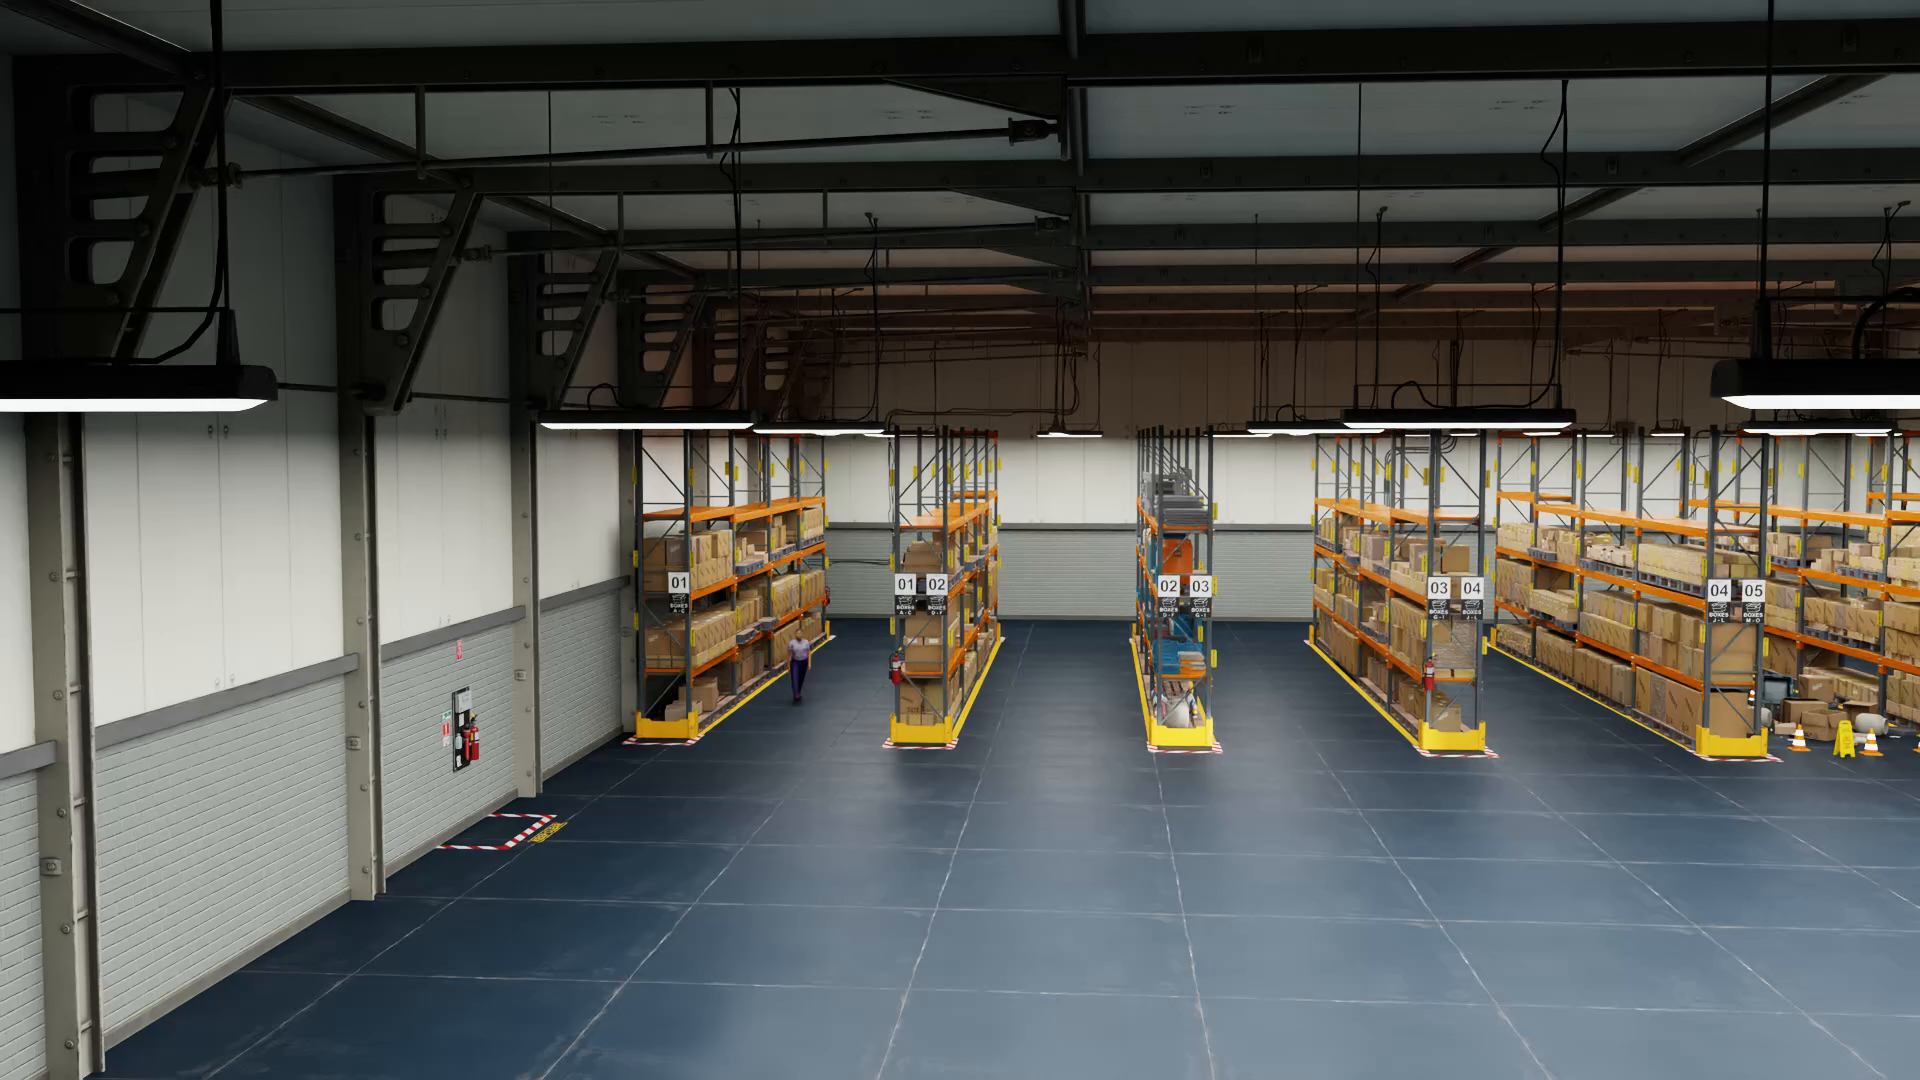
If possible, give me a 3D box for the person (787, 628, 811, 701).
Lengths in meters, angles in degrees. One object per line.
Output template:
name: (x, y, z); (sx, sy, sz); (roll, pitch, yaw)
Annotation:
person: (-3.507, 2.722, 36.320); (0.529, 1.585, 1.052); (-2, 4, -25)
